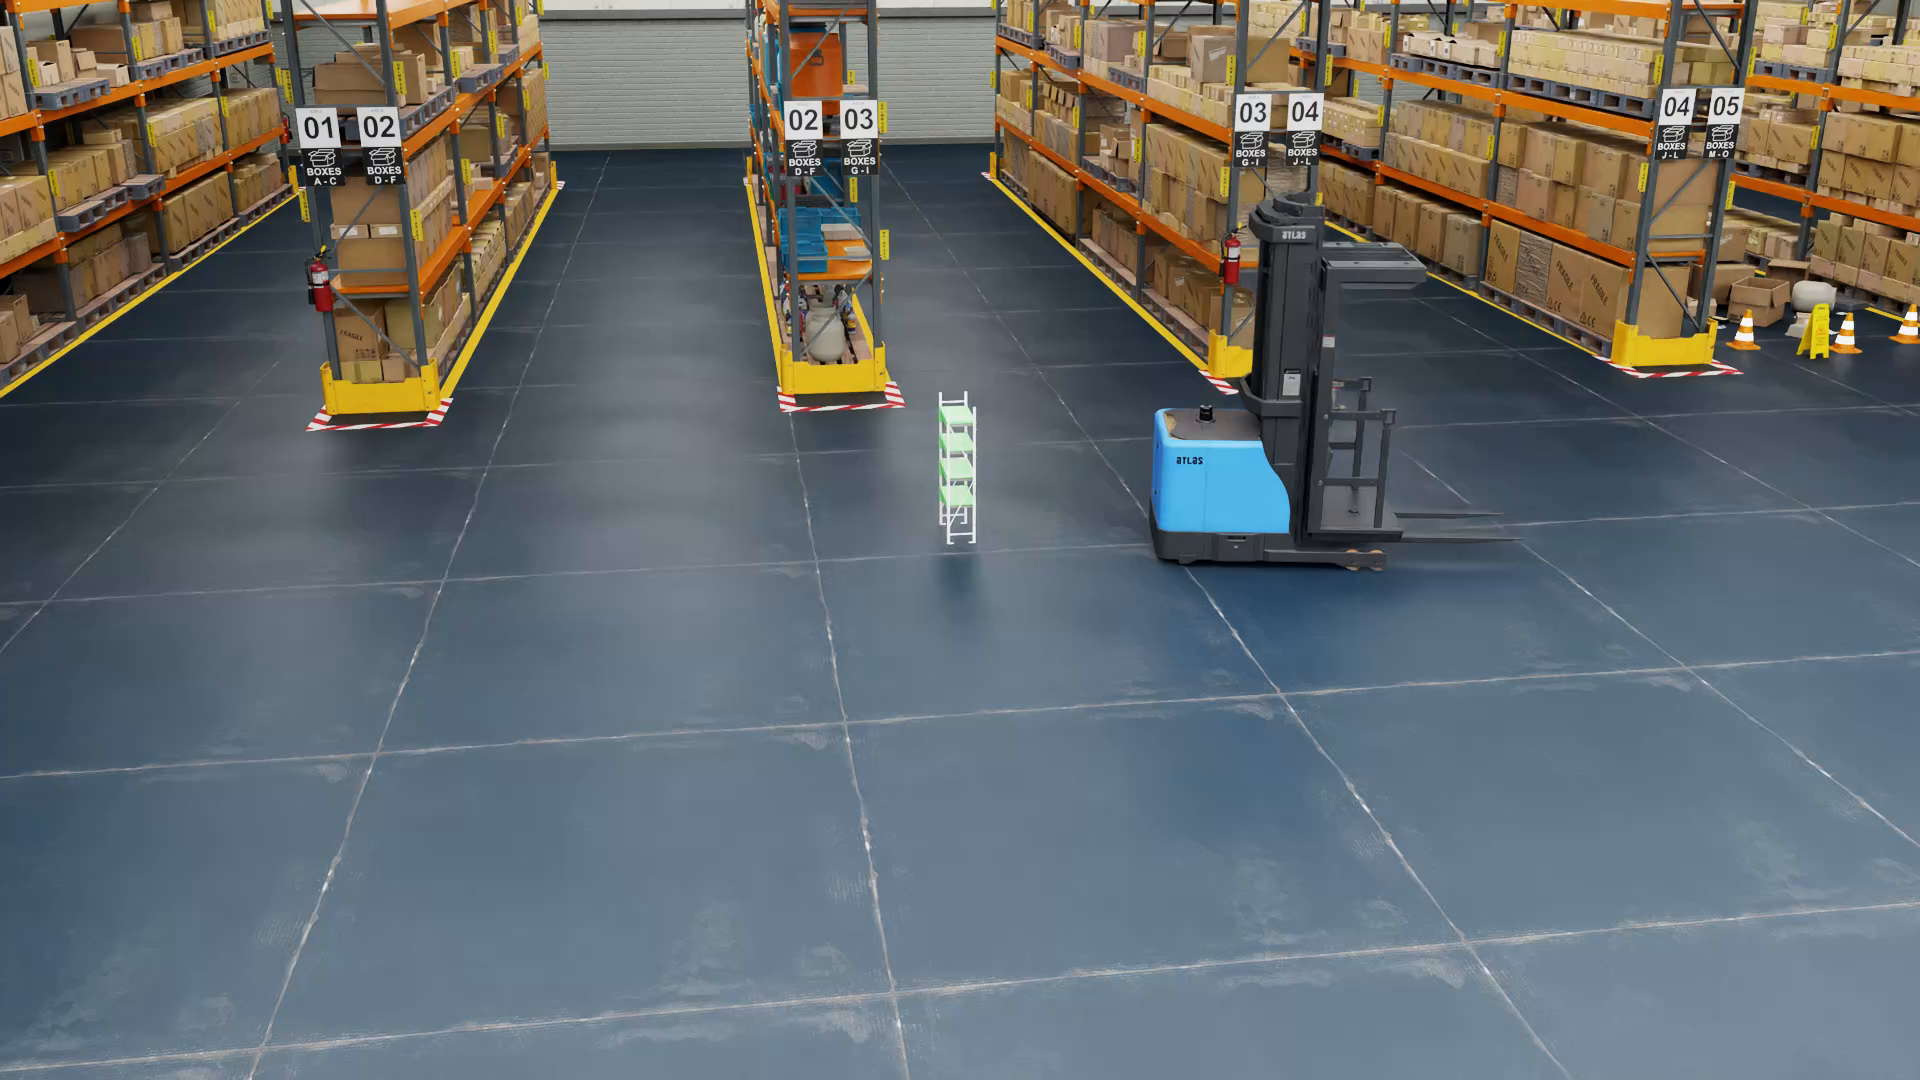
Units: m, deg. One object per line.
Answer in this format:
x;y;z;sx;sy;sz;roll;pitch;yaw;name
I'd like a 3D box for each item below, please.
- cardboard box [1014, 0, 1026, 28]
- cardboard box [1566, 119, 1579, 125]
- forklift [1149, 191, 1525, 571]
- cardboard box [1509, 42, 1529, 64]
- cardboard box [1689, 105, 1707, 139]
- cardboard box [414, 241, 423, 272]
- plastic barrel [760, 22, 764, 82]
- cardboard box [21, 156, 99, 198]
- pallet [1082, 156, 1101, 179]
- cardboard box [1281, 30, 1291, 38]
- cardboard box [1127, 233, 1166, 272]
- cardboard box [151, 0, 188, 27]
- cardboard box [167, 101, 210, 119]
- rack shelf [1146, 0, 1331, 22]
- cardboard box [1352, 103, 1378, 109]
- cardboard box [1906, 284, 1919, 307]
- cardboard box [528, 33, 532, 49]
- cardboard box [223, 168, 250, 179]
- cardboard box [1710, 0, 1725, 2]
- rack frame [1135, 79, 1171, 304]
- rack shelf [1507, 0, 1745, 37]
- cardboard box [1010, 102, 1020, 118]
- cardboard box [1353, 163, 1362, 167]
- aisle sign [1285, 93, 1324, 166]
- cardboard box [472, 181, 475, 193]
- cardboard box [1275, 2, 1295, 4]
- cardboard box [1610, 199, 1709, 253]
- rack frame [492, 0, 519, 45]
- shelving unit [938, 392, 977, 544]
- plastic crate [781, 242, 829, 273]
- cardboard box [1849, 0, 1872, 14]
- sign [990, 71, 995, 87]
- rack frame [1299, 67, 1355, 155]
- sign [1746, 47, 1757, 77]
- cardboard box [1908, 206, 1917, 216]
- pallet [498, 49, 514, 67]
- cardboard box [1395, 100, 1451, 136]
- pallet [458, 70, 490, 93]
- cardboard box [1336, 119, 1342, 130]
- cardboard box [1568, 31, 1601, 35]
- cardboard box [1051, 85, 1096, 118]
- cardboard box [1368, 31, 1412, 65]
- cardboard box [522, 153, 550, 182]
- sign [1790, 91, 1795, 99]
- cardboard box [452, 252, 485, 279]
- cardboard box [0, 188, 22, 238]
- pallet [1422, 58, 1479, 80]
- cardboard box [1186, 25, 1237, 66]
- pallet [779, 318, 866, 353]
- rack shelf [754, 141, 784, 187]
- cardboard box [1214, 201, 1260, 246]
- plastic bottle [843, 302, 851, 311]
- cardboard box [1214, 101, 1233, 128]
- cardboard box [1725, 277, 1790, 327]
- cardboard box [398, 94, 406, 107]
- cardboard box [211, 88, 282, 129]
1.428;-10.028;31.678;0.700;0.500;0.500;-4;21;-11;cardboard box
11.477;-7.587;30.531;0.500;0.250;0.500;-3;21;-9;cardboard box
3.151;-1.313;13.616;3.031;2.935;1.130;1;20;2;forklift
7.661;-6.482;22.117;0.500;0.250;0.500;-3;21;-7;cardboard box
12.011;-6.832;27.128;0.500;0.500;0.500;-4;21;-9;cardboard box
-6.417;-3.240;18.534;0.700;0.500;0.500;-2;21;-6;cardboard box
-2.535;-6.952;23.715;0.600;0.830;0.708;-3;21;-8;plastic barrel
-11.998;-4.834;22.174;0.700;0.500;0.500;0;20;0;cardboard box
2.577;-5.786;25.768;1.213;0.211;1.003;-3;21;-8;pallet
6.316;-9.382;31.050;0.500;0.250;0.500;-3;21;-8;cardboard box
2.828;-4.147;24.050;0.700;0.500;0.500;-3;21;-8;cardboard box
-13.244;-8.912;27.978;0.500;0.500;0.500;-3;21;-8;cardboard box
-12.528;-6.973;27.004;0.500;0.250;0.500;-2;21;-7;cardboard box
3.234;-6.511;19.896;1.077;0.370;4.000;-3;21;-8;rack shelf
7.111;-7.587;29.225;0.380;0.149;0.250;-4;21;-10;cardboard box
12.879;-3.202;21.905;0.500;0.250;0.500;-3;21;-8;cardboard box
-8.051;-9.039;30.131;0.500;0.250;0.500;-3;21;-8;cardboard box
-12.788;-6.474;29.382;0.380;0.149;0.250;-2;21;-6;cardboard box
15.803;-11.003;34.252;0.500;0.250;0.500;-3;21;-8;cardboard box
2.945;-4.732;22.673;1.000;3.000;0.127;-3;21;-8;rack frame
8.156;-6.541;20.541;1.077;0.370;4.000;-3;21;-8;rack shelf
1.248;-8.242;31.860;0.500;0.250;0.500;-3;21;-9;cardboard box
7.224;-6.488;29.275;0.500;0.250;0.500;-4;21;-10;cardboard box
3.828;-4.559;18.493;0.394;0.787;0.004;-3;21;-8;aisle sign
-7.195;-5.062;23.916;0.380;0.149;0.250;-1;21;-4;cardboard box
6.453;-10.579;32.969;0.380;0.149;0.250;-4;21;-9;cardboard box
8.346;-3.759;19.853;0.875;0.550;0.550;-3;21;-8;cardboard box
-8.011;-9.814;27.705;1.000;3.000;0.127;-3;21;-8;rack frame
-0.024;-0.619;14.234;0.258;1.200;0.503;-3;21;-8;shelving unit
-1.748;-3.186;18.746;0.499;0.251;0.616;-3;21;-8;plastic crate
16.693;-9.926;30.890;0.396;0.266;0.258;-3;21;-8;cardboard box
0.665;-9.304;33.562;0.100;0.325;0.005;-3;21;-8;sign
6.715;-7.717;30.665;1.000;3.000;0.127;-3;21;-8;rack frame
8.995;-5.440;18.919;0.100;0.325;0.005;-3;21;-8;sign
12.862;-4.378;22.085;0.380;0.149;0.250;-3;21;-8;cardboard box
-7.834;-7.732;26.688;1.213;0.211;1.003;-3;21;-8;pallet
7.346;-6.691;26.347;0.700;0.500;0.500;-3;21;-8;cardboard box
-7.084;-6.318;22.902;1.003;0.211;1.213;-2;21;-5;pallet
6.620;-7.055;28.226;0.380;0.149;0.250;-3;21;-8;cardboard box
8.273;-6.654;22.007;0.380;0.149;0.250;-3;21;-8;cardboard box
1.980;-7.560;28.667;0.797;0.503;0.637;-3;21;-7;cardboard box
6.958;-7.969;26.910;0.500;0.500;0.500;-3;21;-8;cardboard box
-8.266;-7.248;32.352;0.500;0.500;0.500;-3;21;-8;cardboard box
15.974;-8.629;31.869;0.100;0.325;0.005;-3;21;-8;sign
-6.738;-3.734;22.530;0.500;0.311;0.500;-3;21;-8;cardboard box
-11.246;-3.778;19.231;0.500;0.500;0.500;-4;21;-9;cardboard box
7.601;-7.042;24.839;1.003;0.211;1.213;-2;21;-5;pallet
3.263;-6.415;21.608;0.500;0.500;0.500;-4;21;-9;cardboard box
-1.721;-2.518;20.730;1.003;0.211;1.213;-3;21;-8;pallet
-2.821;-6.223;27.692;1.077;0.370;4.000;-3;21;-8;rack shelf
3.470;-3.725;19.409;0.875;0.500;0.500;-3;21;-8;cardboard box
-1.425;-2.892;21.018;0.097;0.271;0.097;0;20;0;plastic bottle
3.201;-4.836;18.879;0.500;0.250;0.500;-2;21;-6;cardboard box
10.570;-3.158;22.026;0.637;0.503;0.797;17;27;39;cardboard box
-6.277;-4.815;18.166;0.380;0.149;0.250;-3;21;-8;cardboard box
-13.406;-8.102;31.267;0.980;0.700;0.700;-2;21;-5;cardboard box
